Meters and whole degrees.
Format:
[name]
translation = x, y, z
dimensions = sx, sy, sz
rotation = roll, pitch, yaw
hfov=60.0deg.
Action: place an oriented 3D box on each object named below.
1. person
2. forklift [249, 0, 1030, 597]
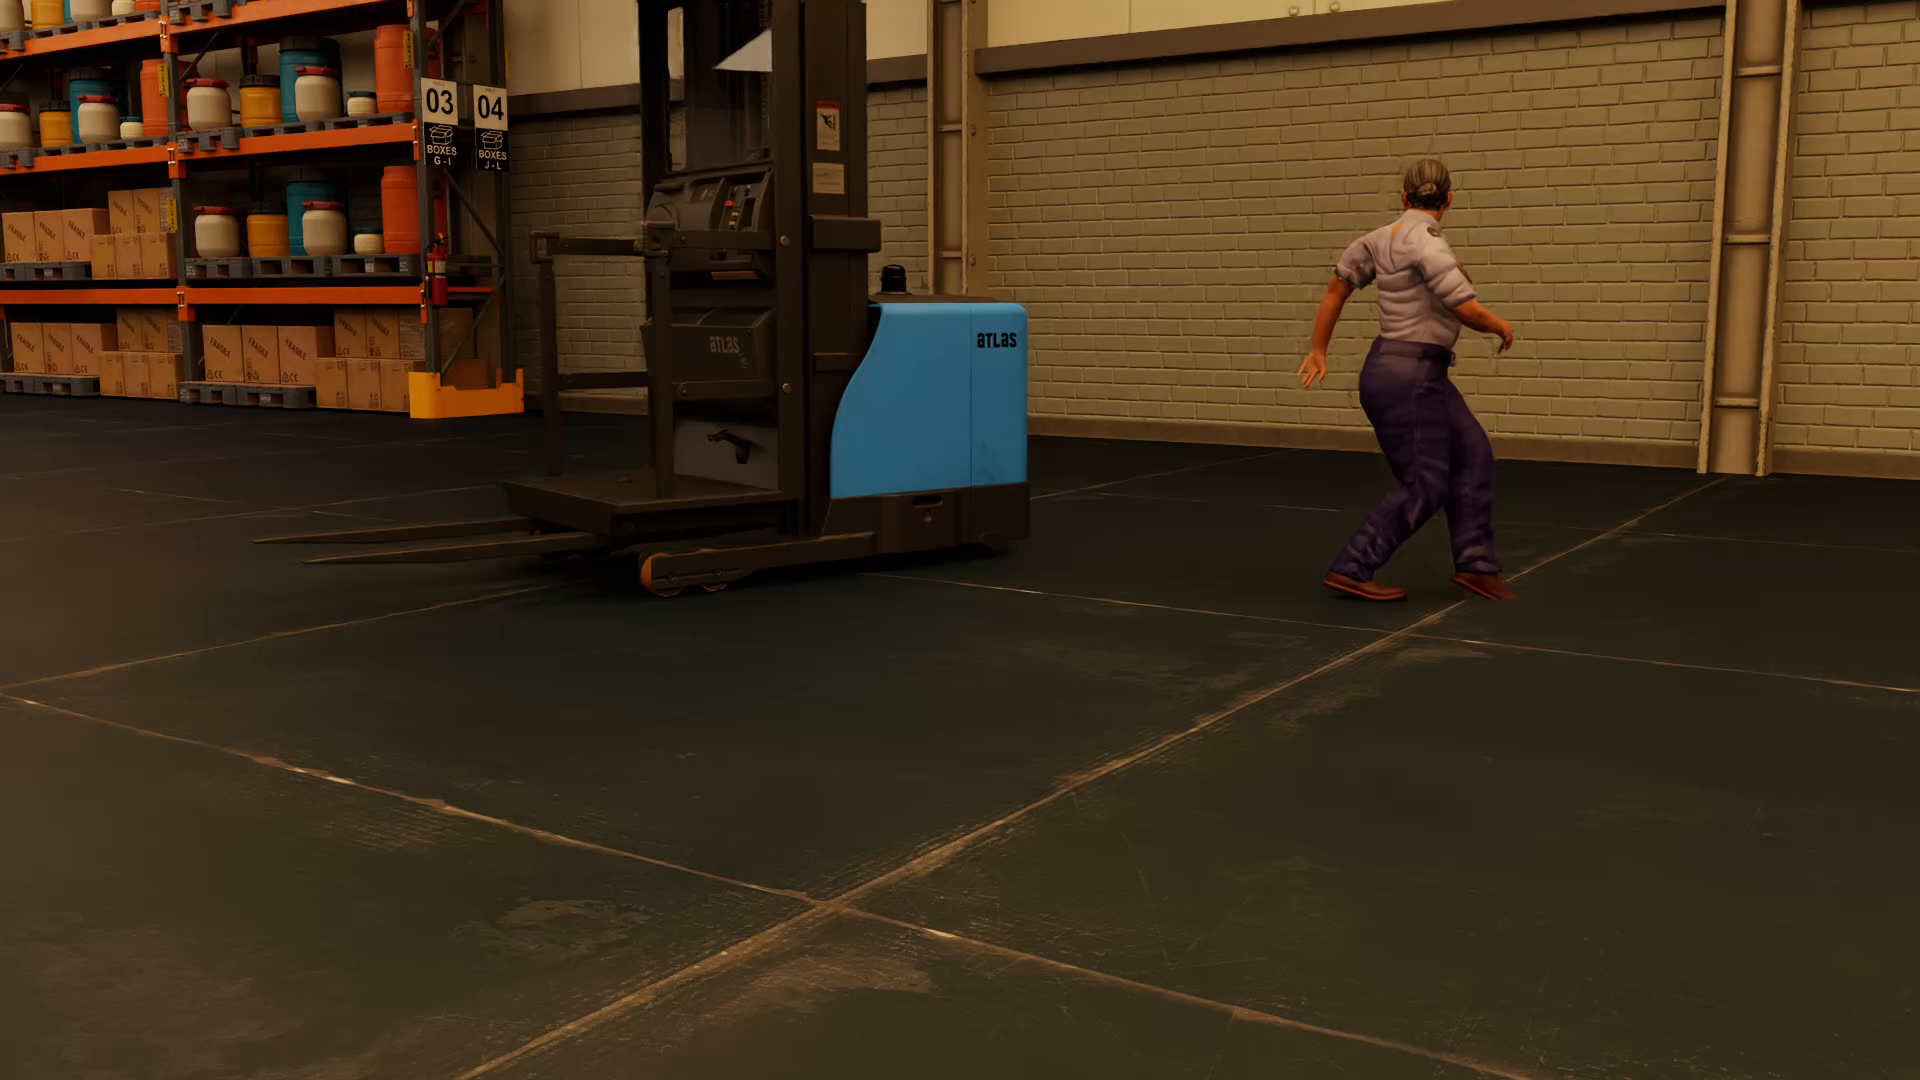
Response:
[person]
translation = 1.651, -0.543, 5.991
dimensions = 0.850, 1.633, 0.518
rotation = 1, 8, 10
[forklift]
translation = -1.173, -1.324, 6.502
dimensions = 3.031, 2.935, 1.130
rotation = -6, 10, -37
